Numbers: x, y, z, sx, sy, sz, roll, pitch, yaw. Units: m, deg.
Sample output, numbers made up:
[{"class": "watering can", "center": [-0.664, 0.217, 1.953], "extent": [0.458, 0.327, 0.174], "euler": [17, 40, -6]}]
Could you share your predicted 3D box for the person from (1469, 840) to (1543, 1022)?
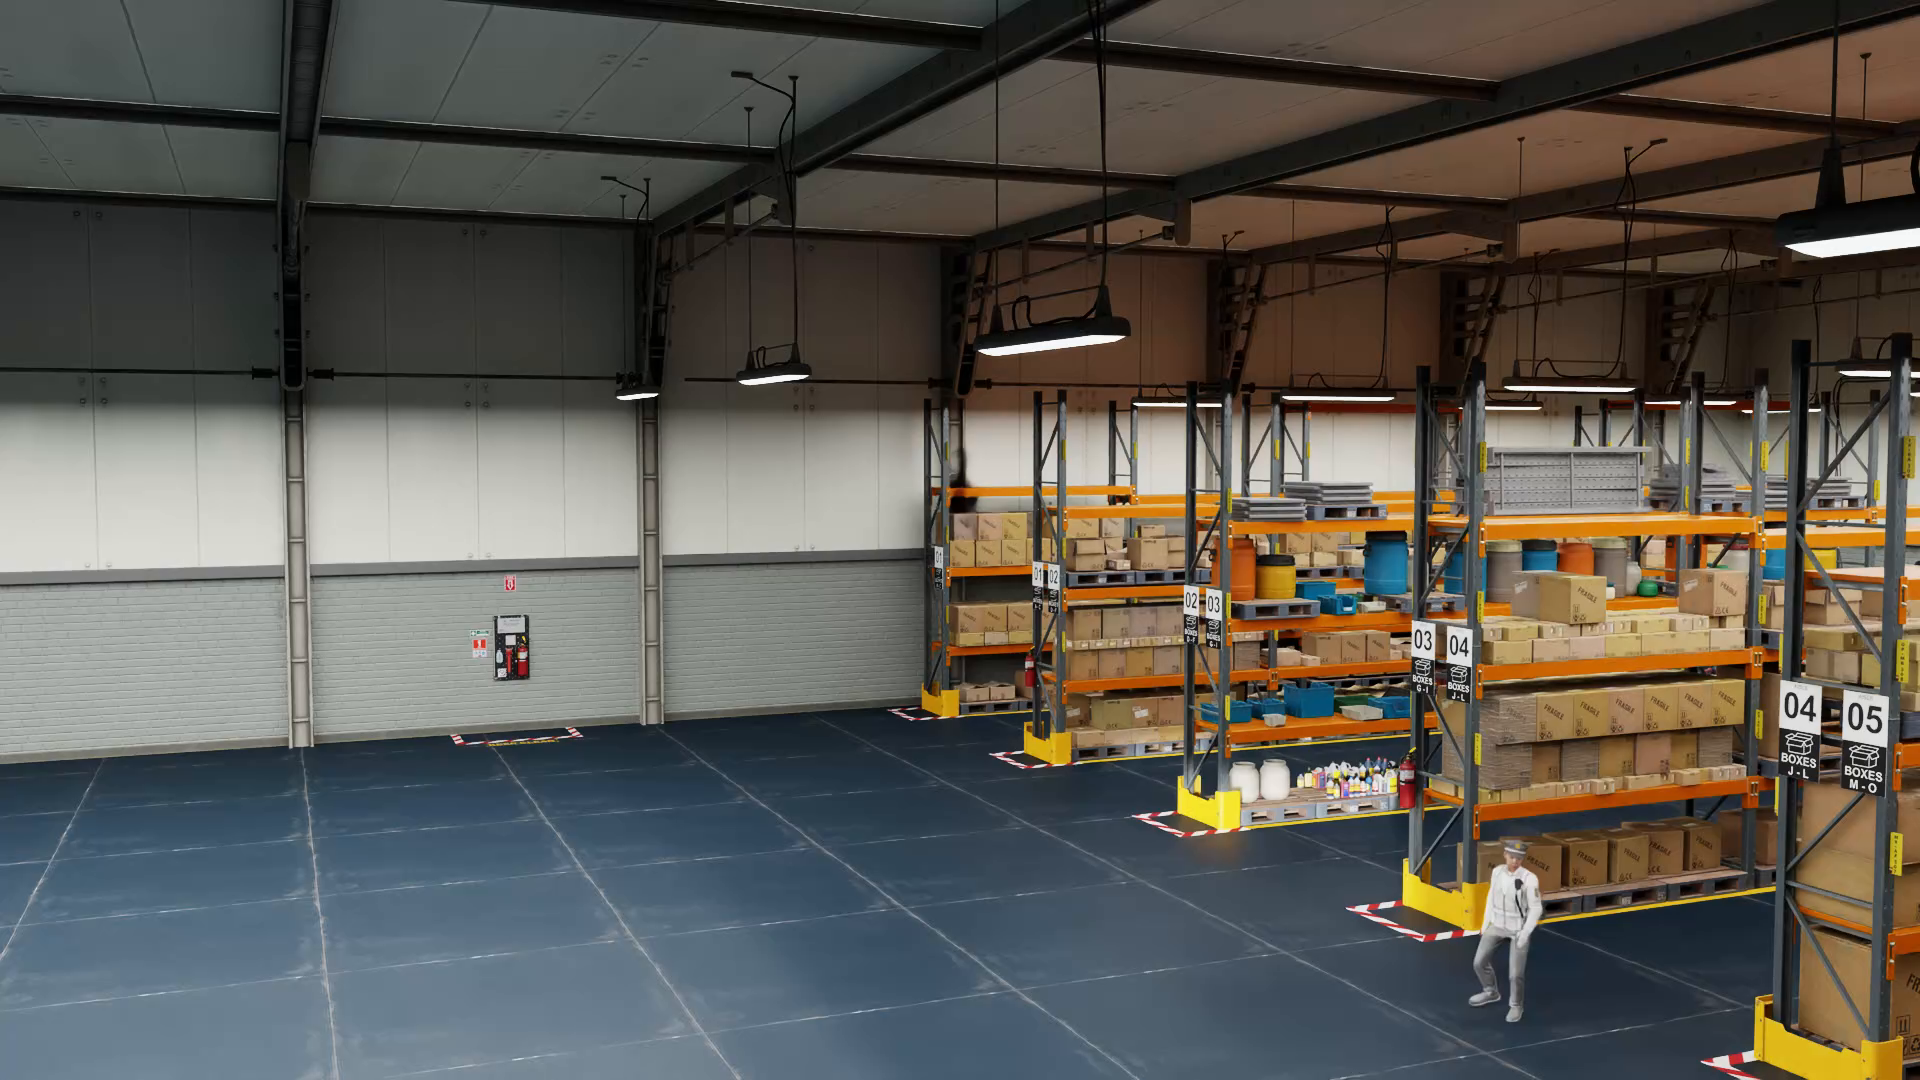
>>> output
[{"class": "person", "center": [4.839, 3.478, 14.833], "extent": [0.726, 1.666, 0.568], "euler": [3, 5, 43]}]
